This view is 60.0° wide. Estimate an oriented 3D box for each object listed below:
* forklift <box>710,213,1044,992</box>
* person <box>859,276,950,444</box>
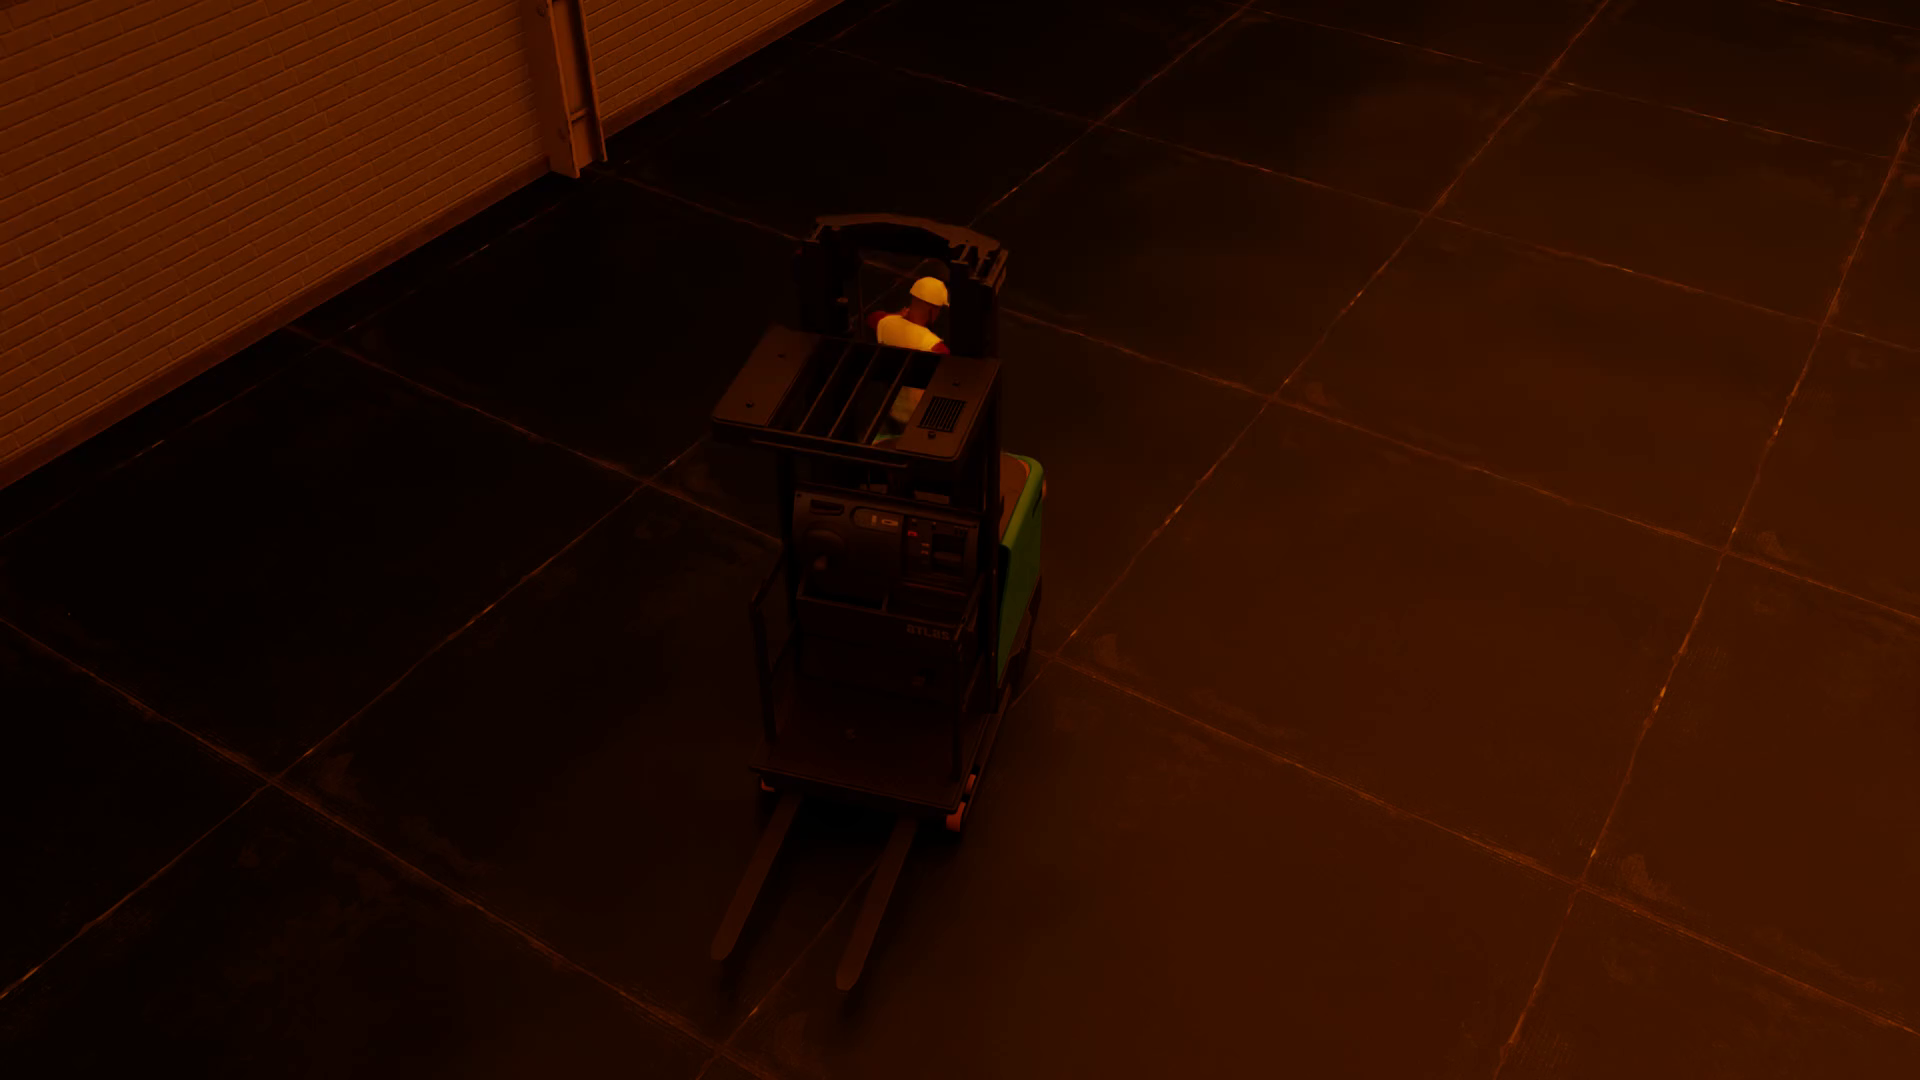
[{"bbox_3d":[-0.417,0.087,7.864,1.130,2.935,3.031,10,41,12],"label":"forklift"},{"bbox_3d":[-0.171,-0.951,10.153,1.193,1.583,0.923,33,50,33],"label":"person"}]
